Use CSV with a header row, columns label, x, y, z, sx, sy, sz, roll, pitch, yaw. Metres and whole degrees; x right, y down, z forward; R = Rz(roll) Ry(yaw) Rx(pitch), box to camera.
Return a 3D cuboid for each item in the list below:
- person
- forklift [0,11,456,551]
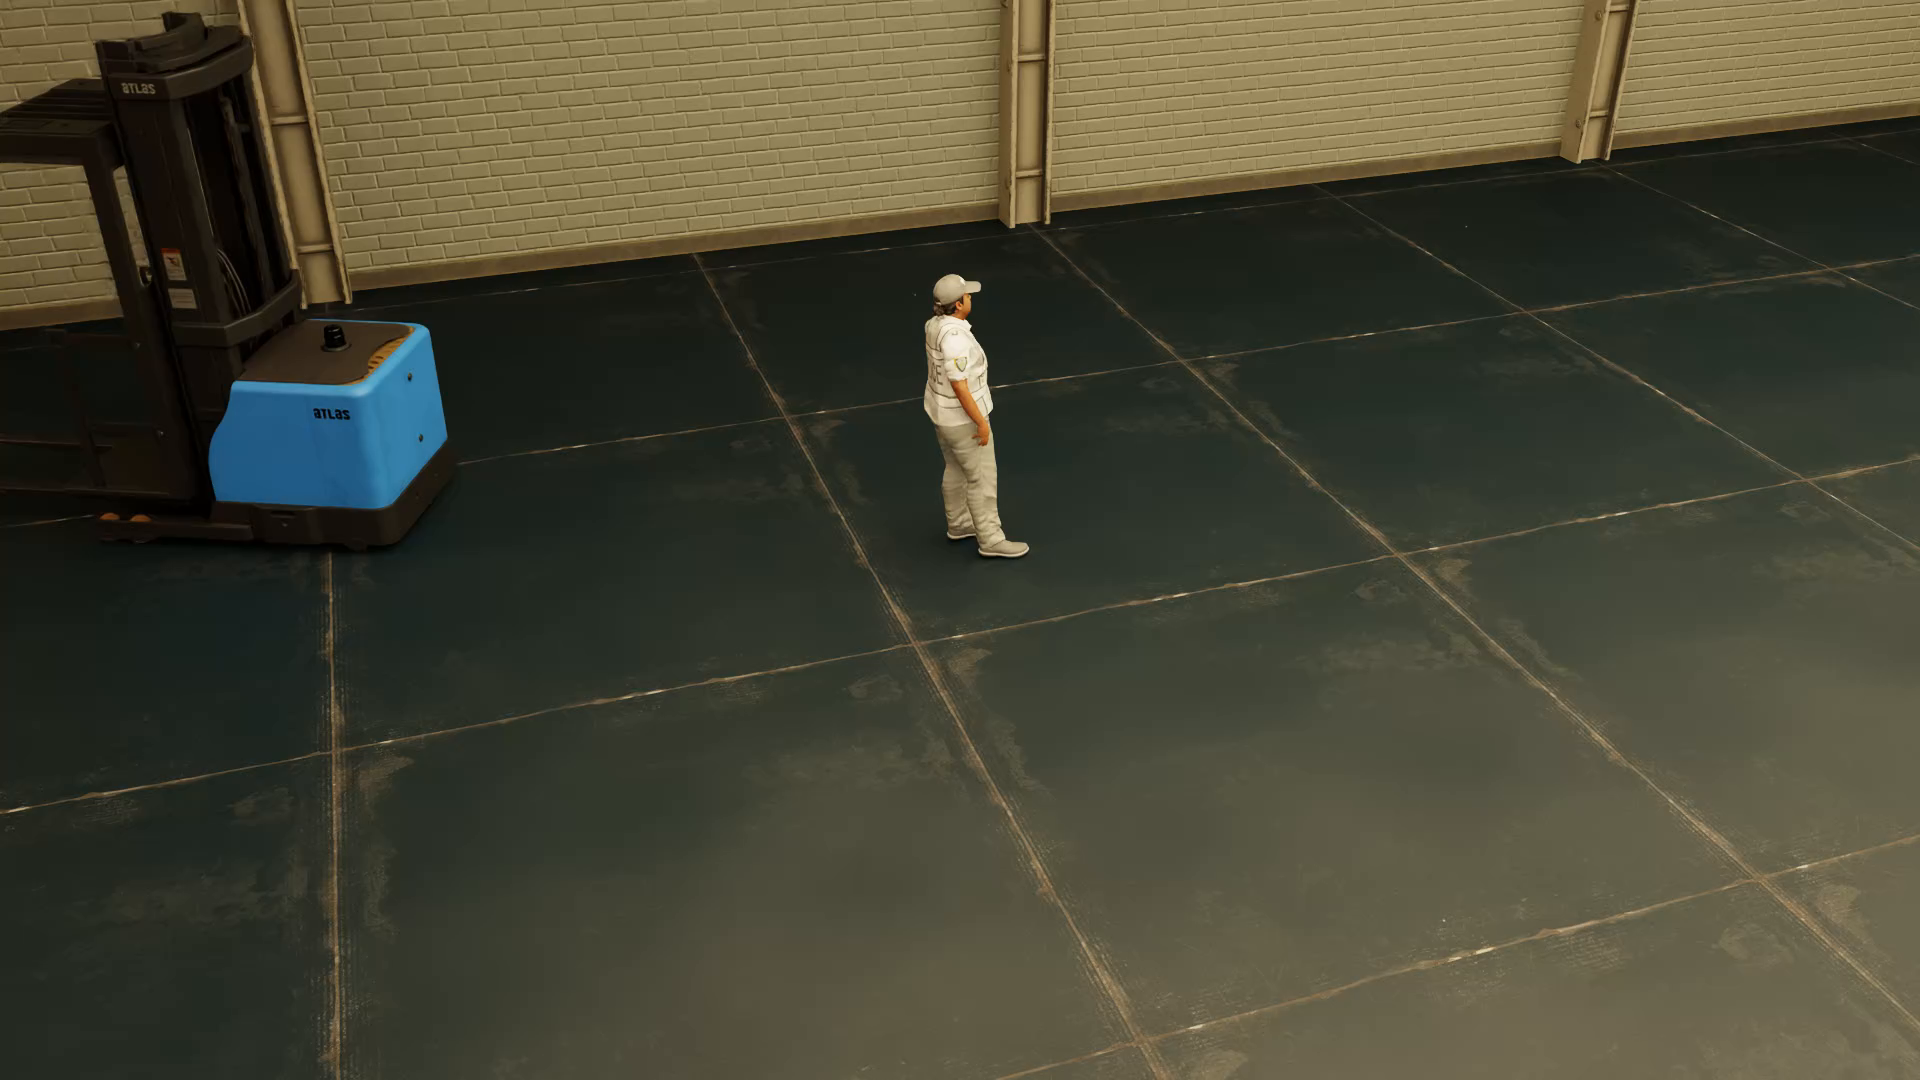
label,x,y,z,sx,sy,sz,roll,pitch,yaw
person,0.080,-0.731,9.609,0.529,1.670,0.598,-10,31,-16
forklift,-4.780,-1.509,9.710,3.031,2.935,1.130,3,30,5
